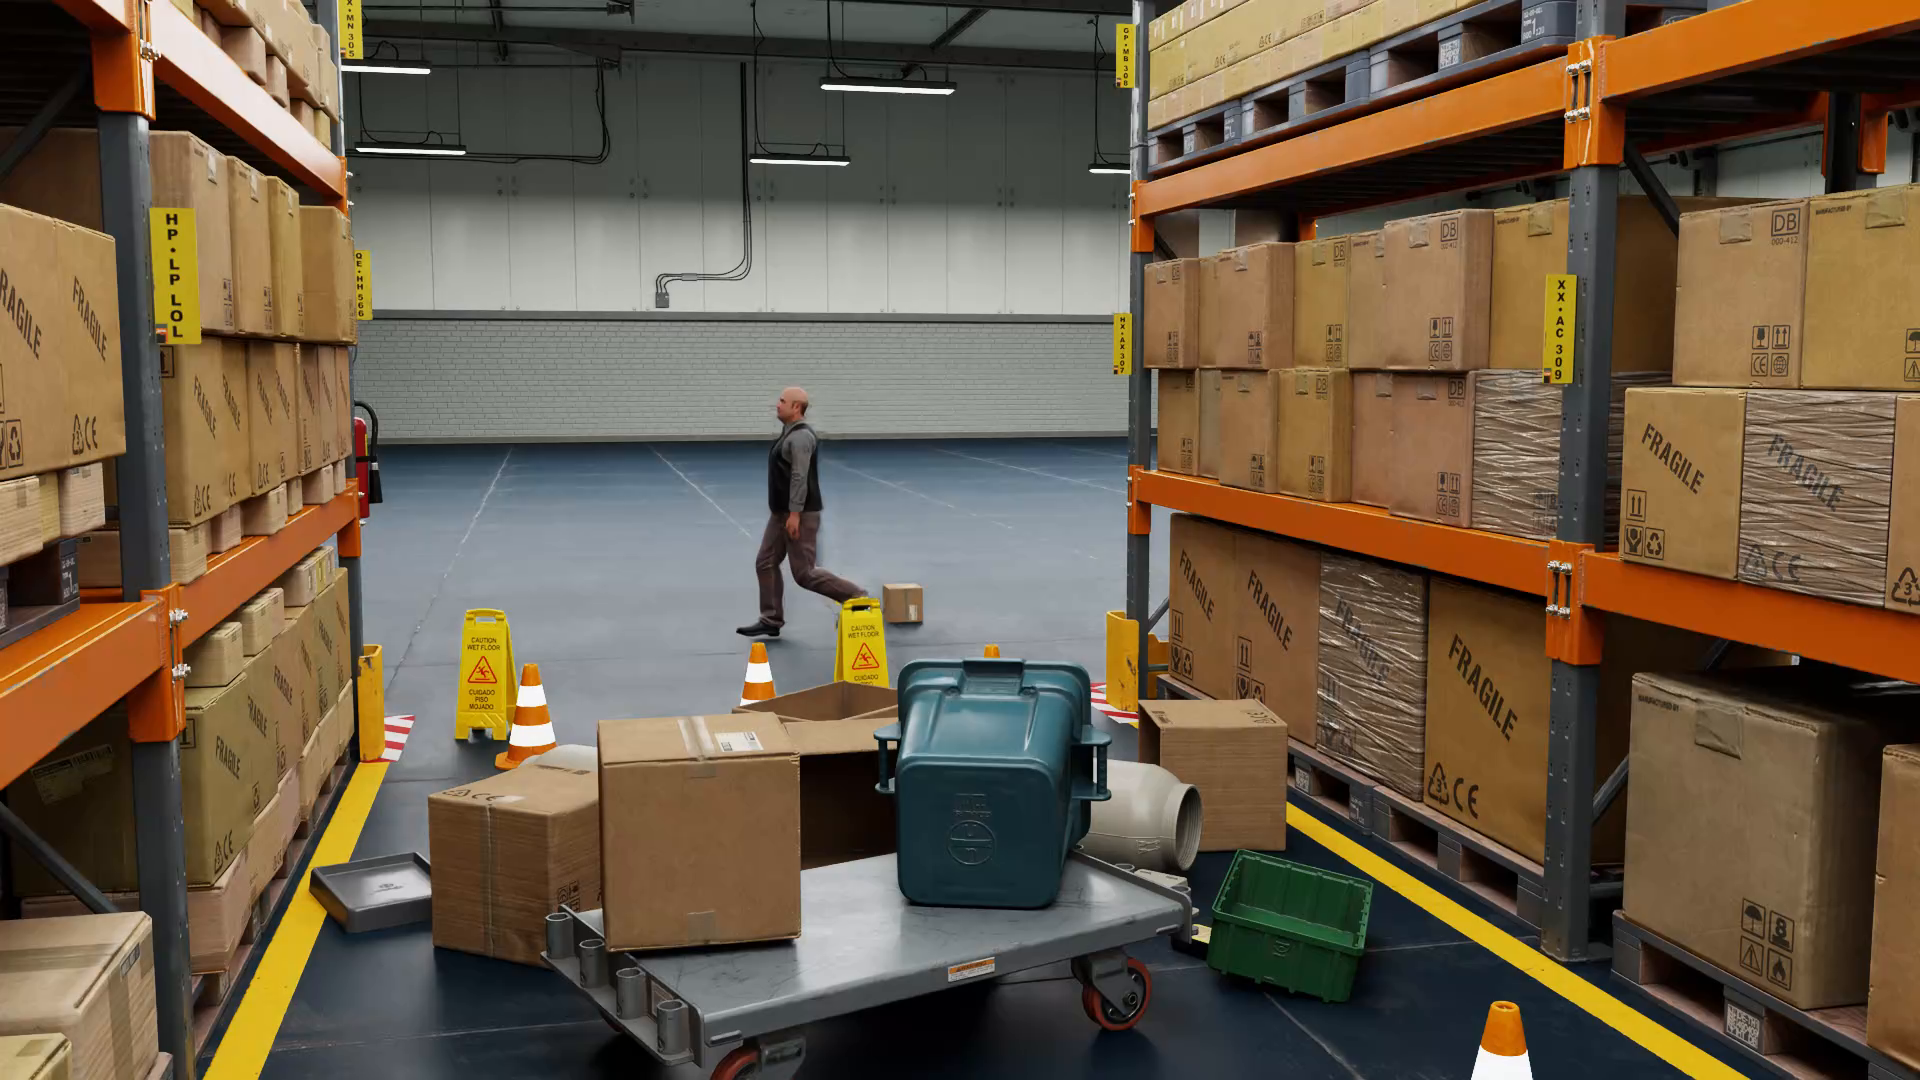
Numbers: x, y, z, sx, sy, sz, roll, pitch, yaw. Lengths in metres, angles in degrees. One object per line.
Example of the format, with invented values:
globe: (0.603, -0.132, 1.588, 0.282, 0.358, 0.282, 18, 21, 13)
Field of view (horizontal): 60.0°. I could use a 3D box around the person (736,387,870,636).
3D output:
person: (-1.056, -0.183, 11.222, 0.900, 1.689, 0.539, -2, 6, -15)
